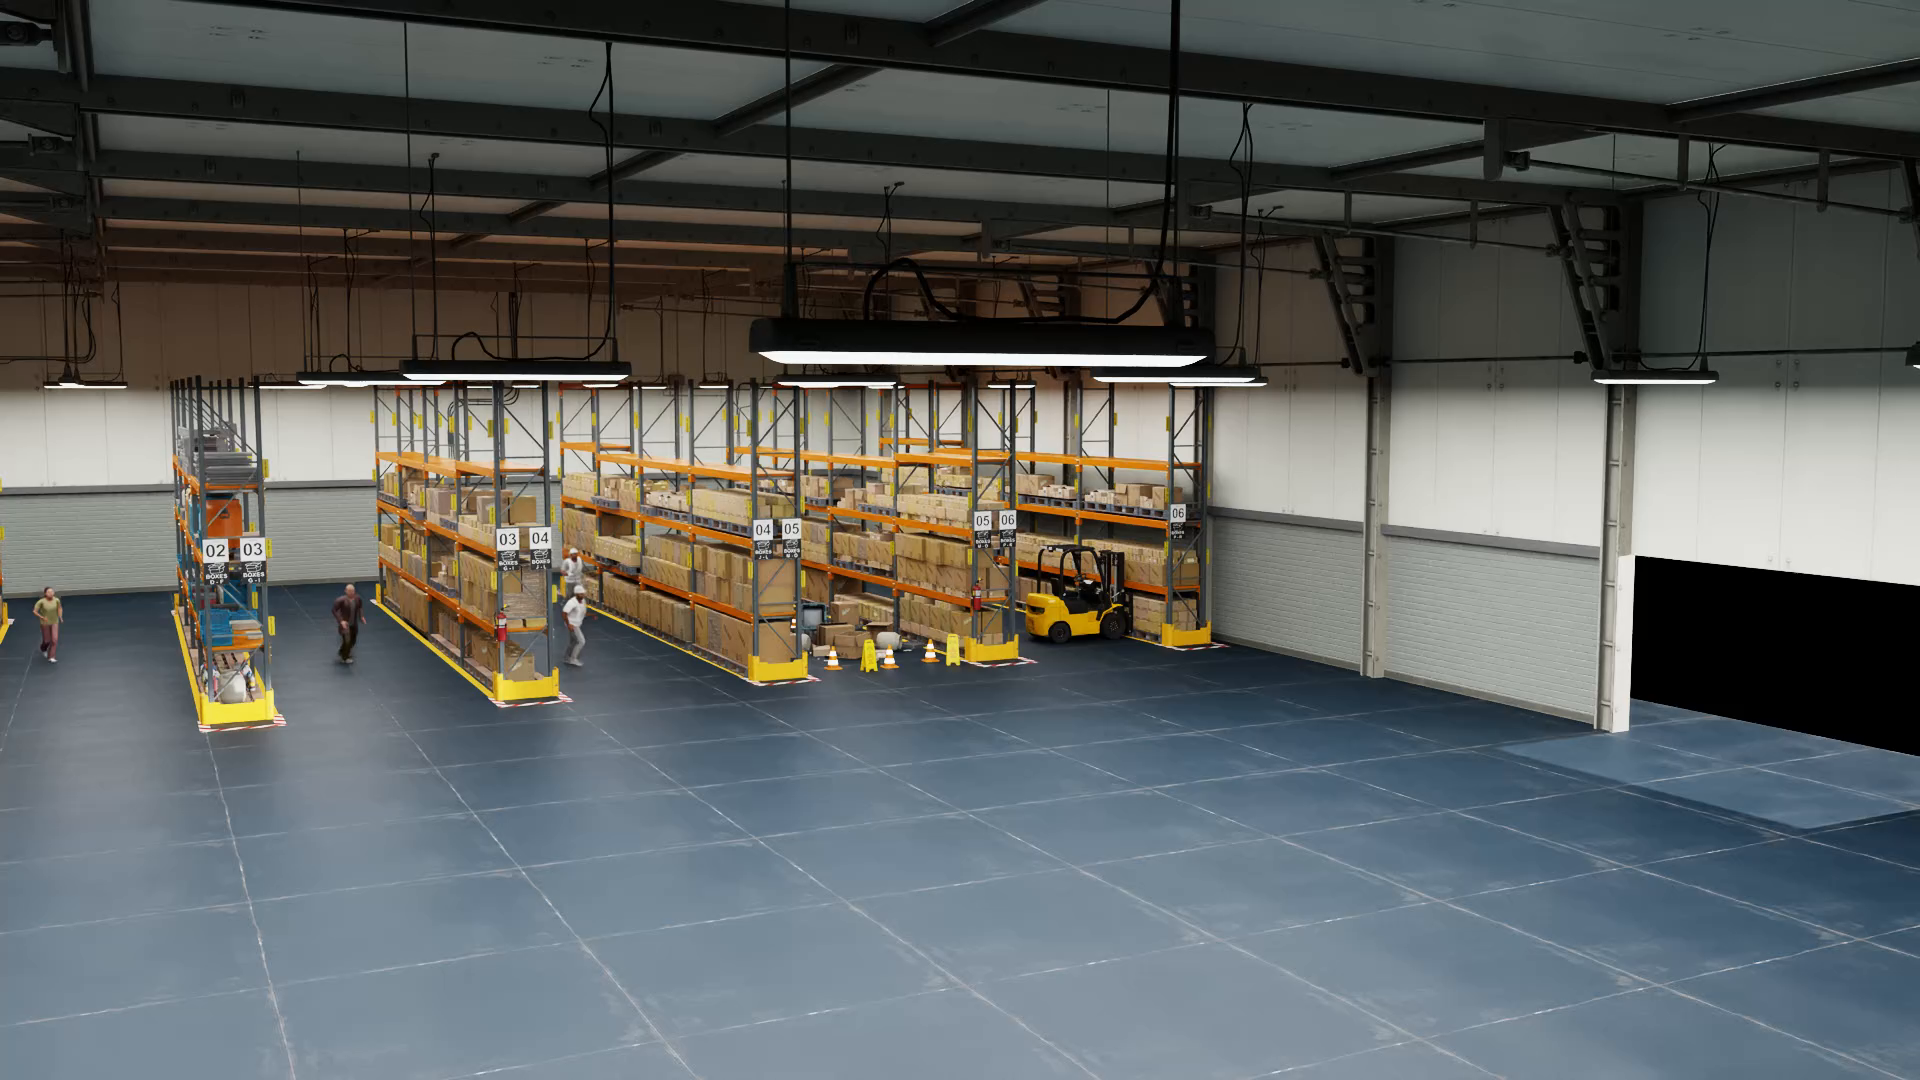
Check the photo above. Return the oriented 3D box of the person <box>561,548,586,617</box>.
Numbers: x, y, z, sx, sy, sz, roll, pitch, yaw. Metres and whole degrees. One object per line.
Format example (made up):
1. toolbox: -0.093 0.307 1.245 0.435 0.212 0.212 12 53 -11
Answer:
1. person: -9.855 1.061 42.246 0.660 1.745 1.064 -4 6 -35

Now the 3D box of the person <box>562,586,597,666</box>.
1. person: -8.033 1.794 34.935 0.806 1.699 0.708 0 5 5

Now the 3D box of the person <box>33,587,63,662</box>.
1. person: -19.414 1.782 35.404 0.576 1.618 0.720 -4 7 -41

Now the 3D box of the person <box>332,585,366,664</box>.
1. person: -12.969 1.757 35.132 0.888 1.686 0.715 4 6 35
